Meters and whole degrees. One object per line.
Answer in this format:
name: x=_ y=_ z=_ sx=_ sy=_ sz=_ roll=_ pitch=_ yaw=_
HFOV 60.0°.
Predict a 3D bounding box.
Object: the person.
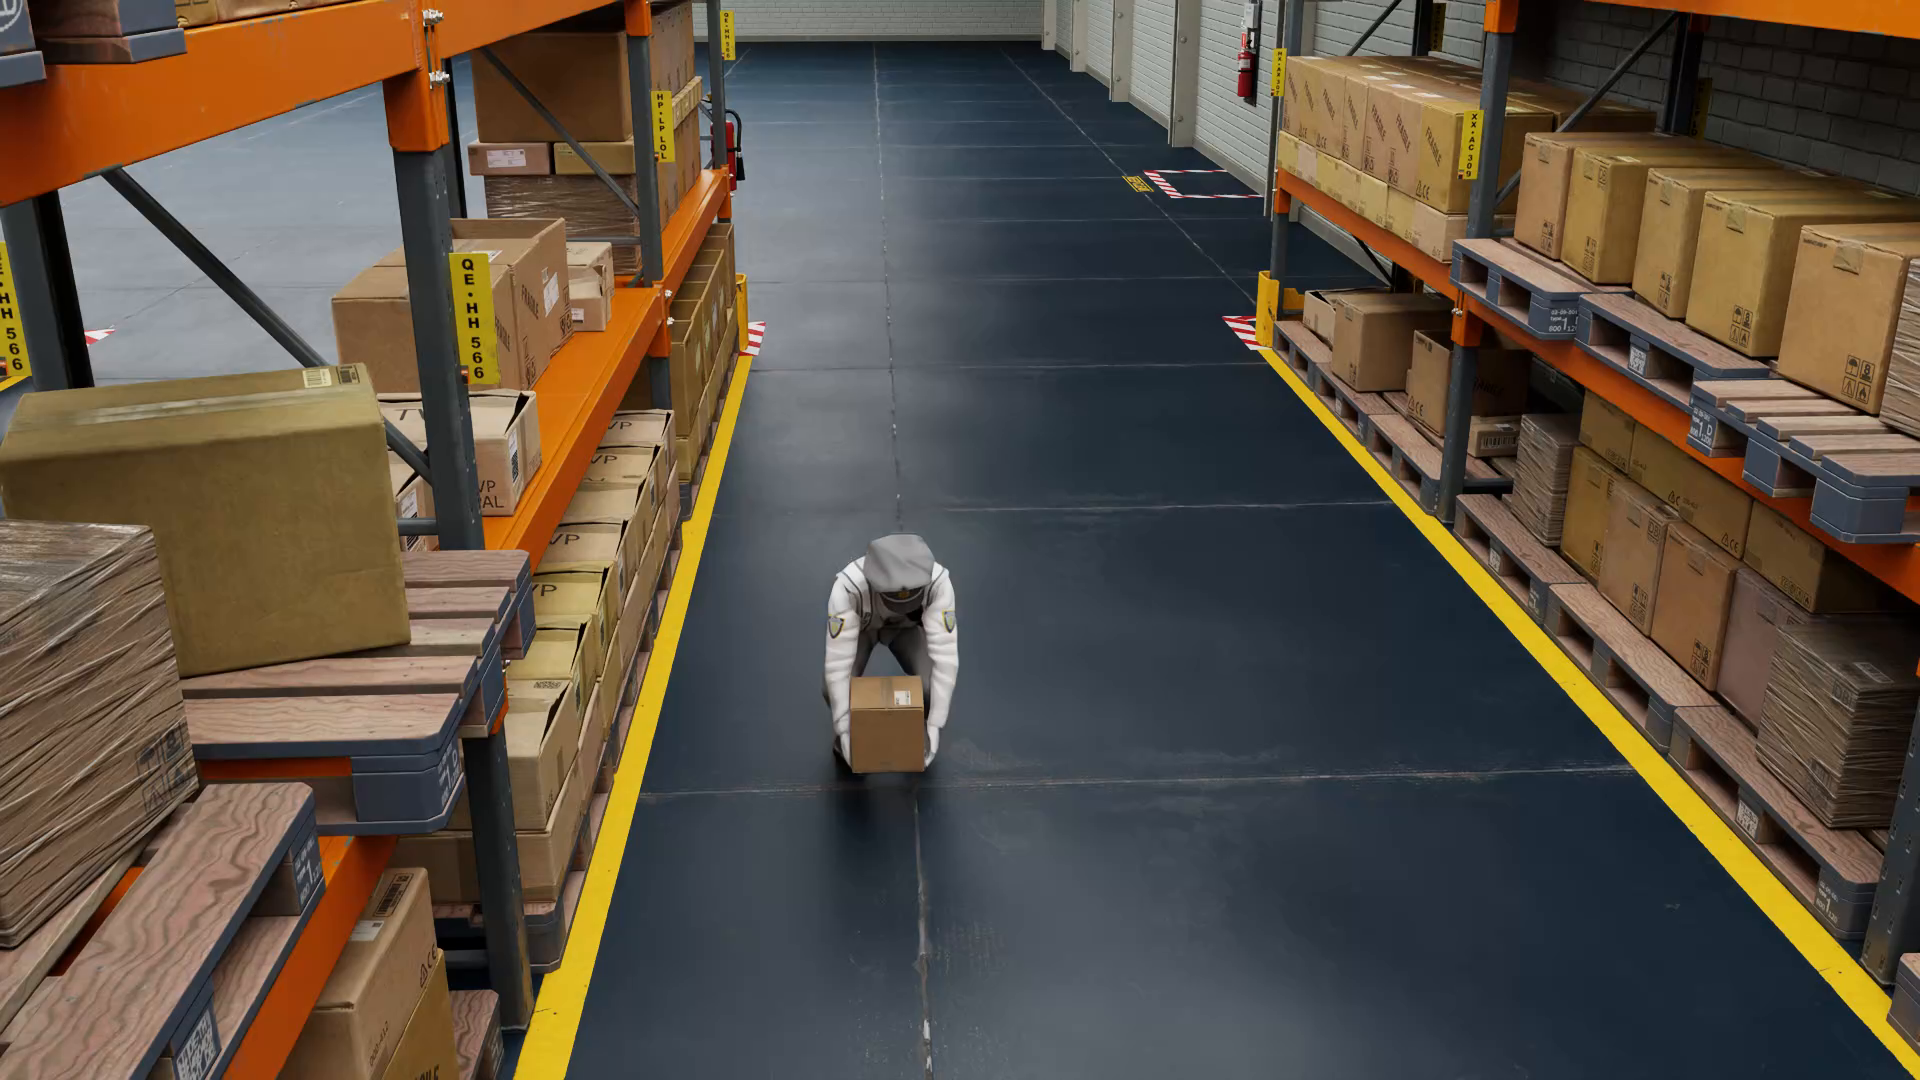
person: x=-0.261 y=0.369 z=6.087 sx=0.495 sy=0.974 sz=0.828 roll=-1 pitch=21 yaw=-3
